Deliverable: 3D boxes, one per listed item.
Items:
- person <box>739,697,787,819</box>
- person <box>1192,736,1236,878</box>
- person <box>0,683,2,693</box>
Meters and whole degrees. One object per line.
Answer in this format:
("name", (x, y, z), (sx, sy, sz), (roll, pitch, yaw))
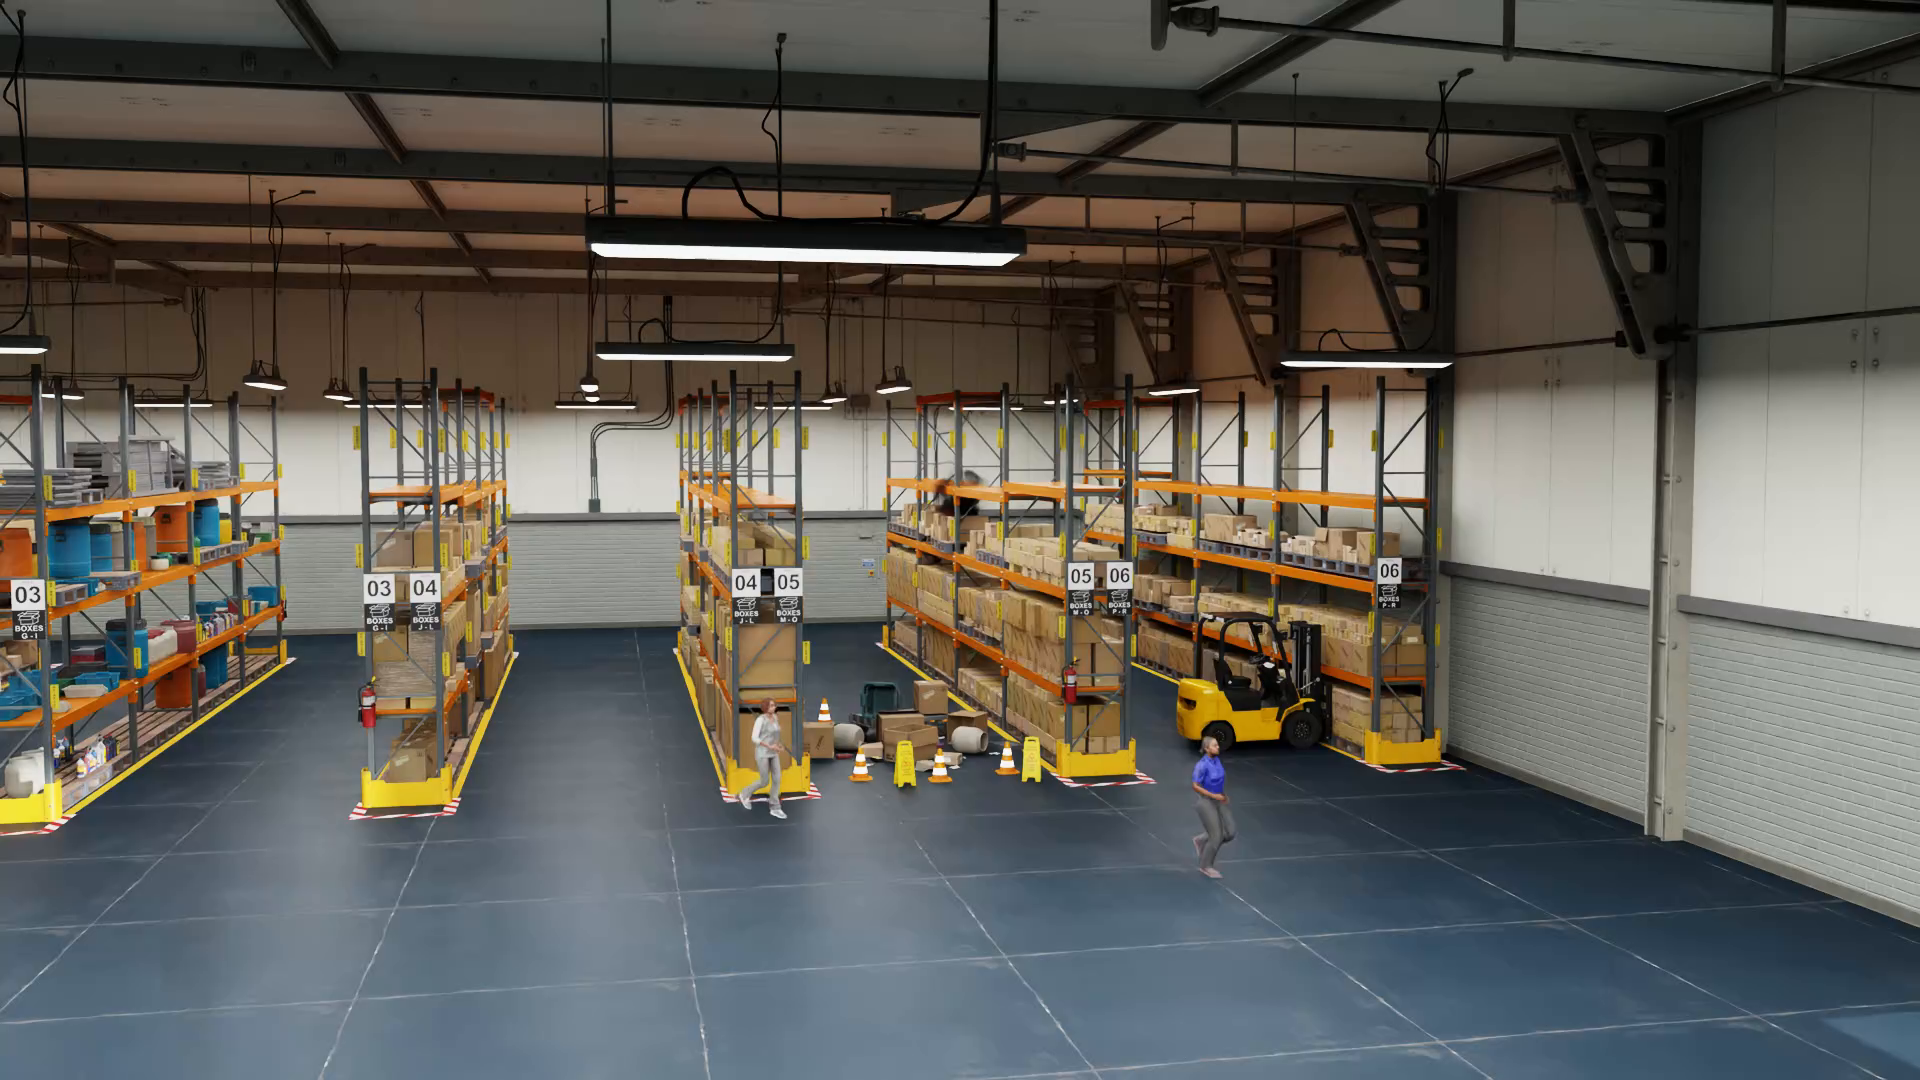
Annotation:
("person", (-2.607, 2.893, 22.208), (0.736, 1.605, 0.567), (2, 4, 32))
("person", (2.893, 3.064, 19.145), (0.539, 1.617, 0.629), (3, 4, 37))
("person", (-14.982, 2.627, 25.330), (0.691, 1.724, 0.590), (-1, 4, -20))
